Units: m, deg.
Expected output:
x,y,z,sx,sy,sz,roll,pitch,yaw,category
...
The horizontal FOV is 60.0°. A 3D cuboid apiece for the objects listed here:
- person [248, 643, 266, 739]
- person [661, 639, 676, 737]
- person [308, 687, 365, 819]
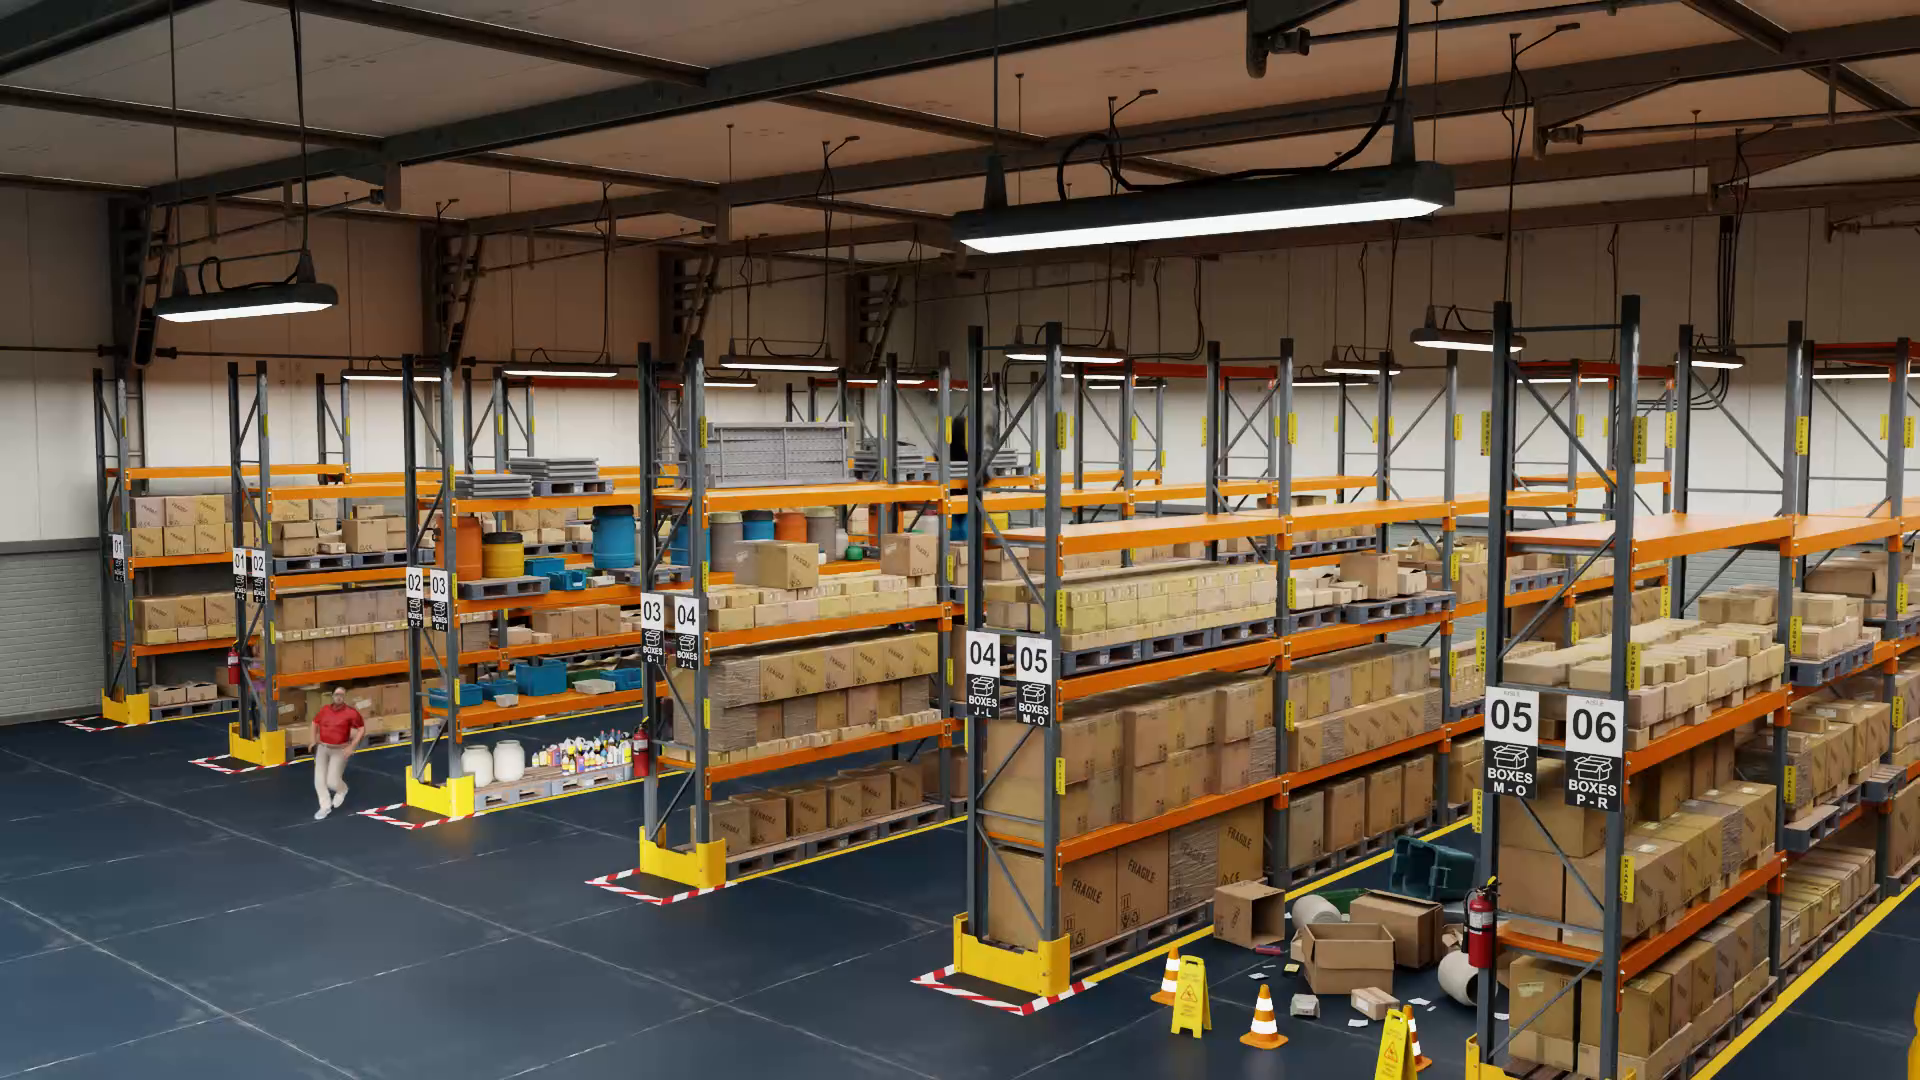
x,y,z,sx,sy,sz,roll,pitch,yaw,category
-11.212,2.416,26.682,0.554,1.564,0.766,2,5,29,person
-4.575,2.359,26.752,0.554,1.642,0.645,3,5,32,person
-8.109,2.779,21.640,0.708,1.621,0.567,0,4,3,person
